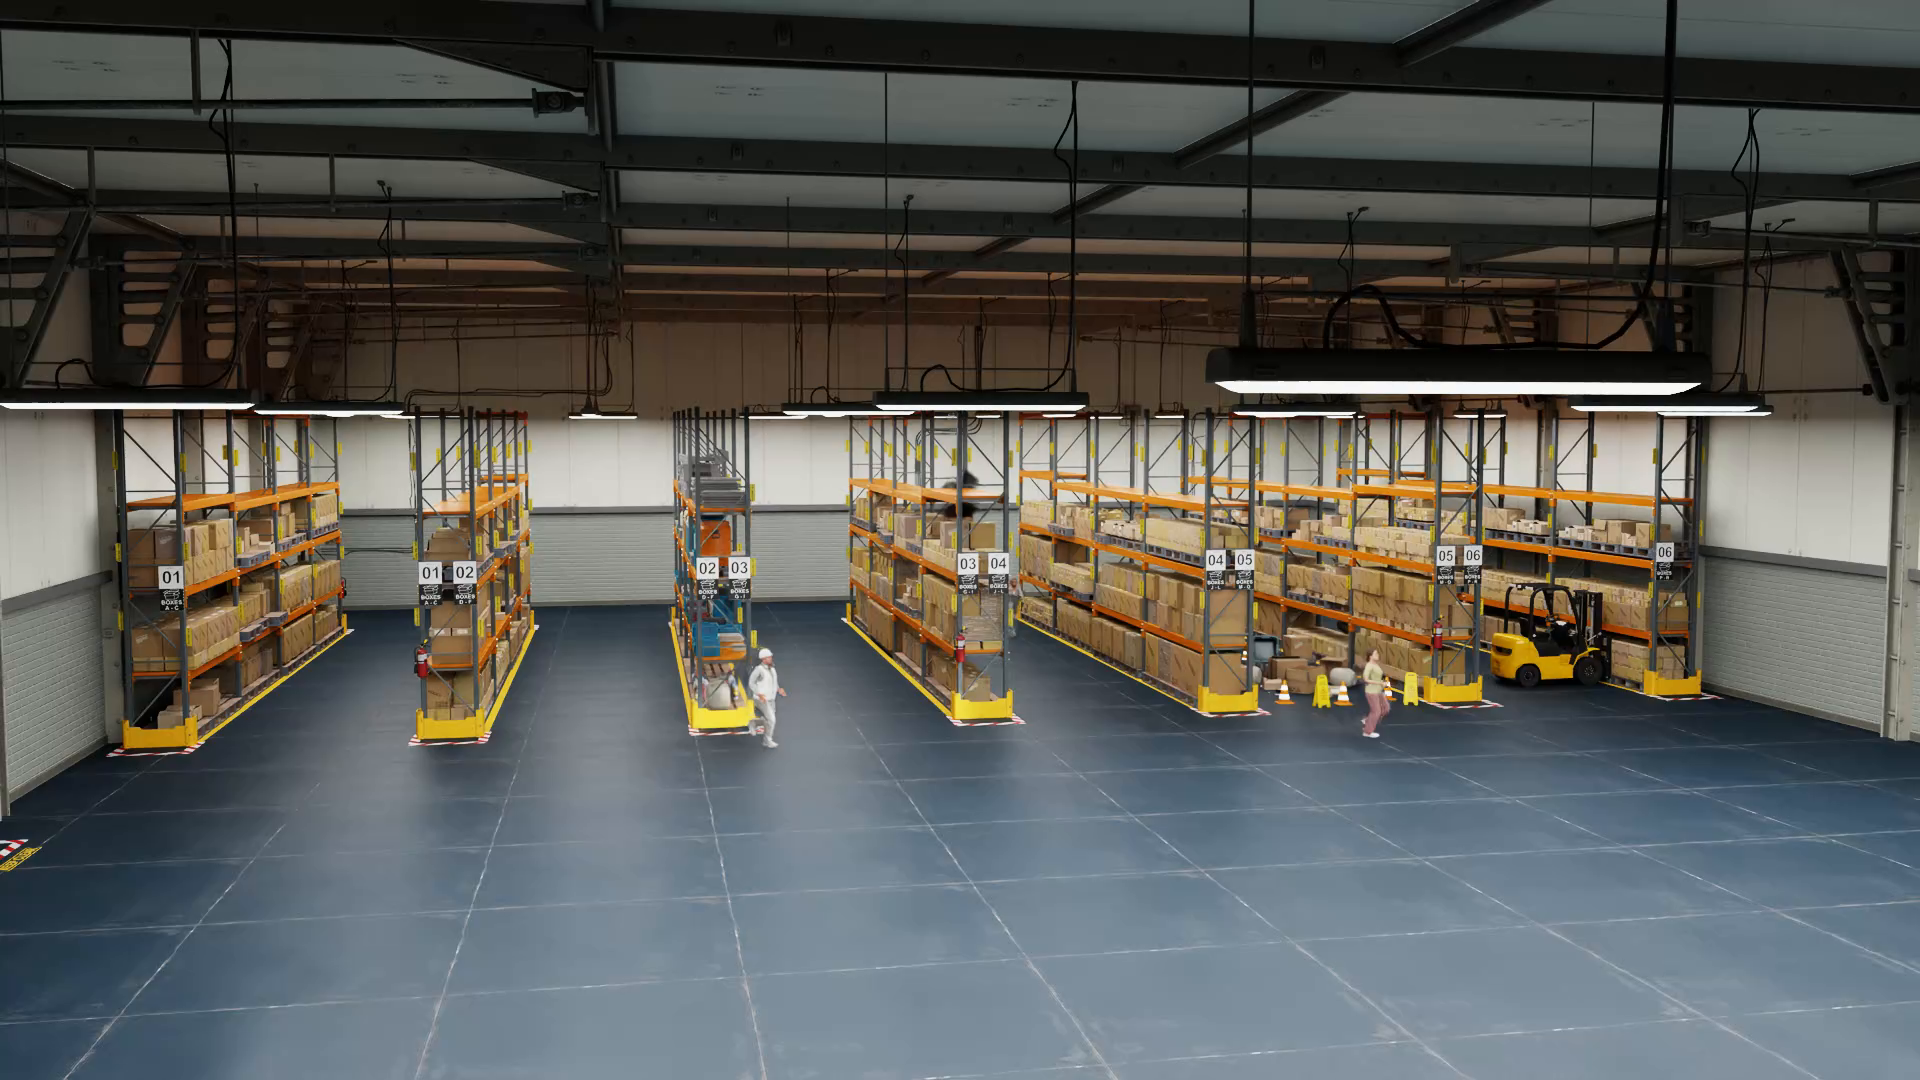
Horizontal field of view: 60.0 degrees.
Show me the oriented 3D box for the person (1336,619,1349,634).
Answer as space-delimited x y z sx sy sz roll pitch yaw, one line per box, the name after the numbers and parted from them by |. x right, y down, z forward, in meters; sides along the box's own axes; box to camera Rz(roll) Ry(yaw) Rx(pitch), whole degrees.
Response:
9.919 1.826 42.583 0.704 1.735 0.724 -1 4 -12 | person

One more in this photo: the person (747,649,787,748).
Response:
-3.513 2.776 29.386 0.741 1.729 0.647 2 5 28 | person

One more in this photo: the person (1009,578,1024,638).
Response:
1.383 1.783 44.482 0.536 1.595 0.879 -1 4 -19 | person

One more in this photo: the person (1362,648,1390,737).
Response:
7.519 2.762 30.091 0.539 1.625 0.572 3 5 34 | person
